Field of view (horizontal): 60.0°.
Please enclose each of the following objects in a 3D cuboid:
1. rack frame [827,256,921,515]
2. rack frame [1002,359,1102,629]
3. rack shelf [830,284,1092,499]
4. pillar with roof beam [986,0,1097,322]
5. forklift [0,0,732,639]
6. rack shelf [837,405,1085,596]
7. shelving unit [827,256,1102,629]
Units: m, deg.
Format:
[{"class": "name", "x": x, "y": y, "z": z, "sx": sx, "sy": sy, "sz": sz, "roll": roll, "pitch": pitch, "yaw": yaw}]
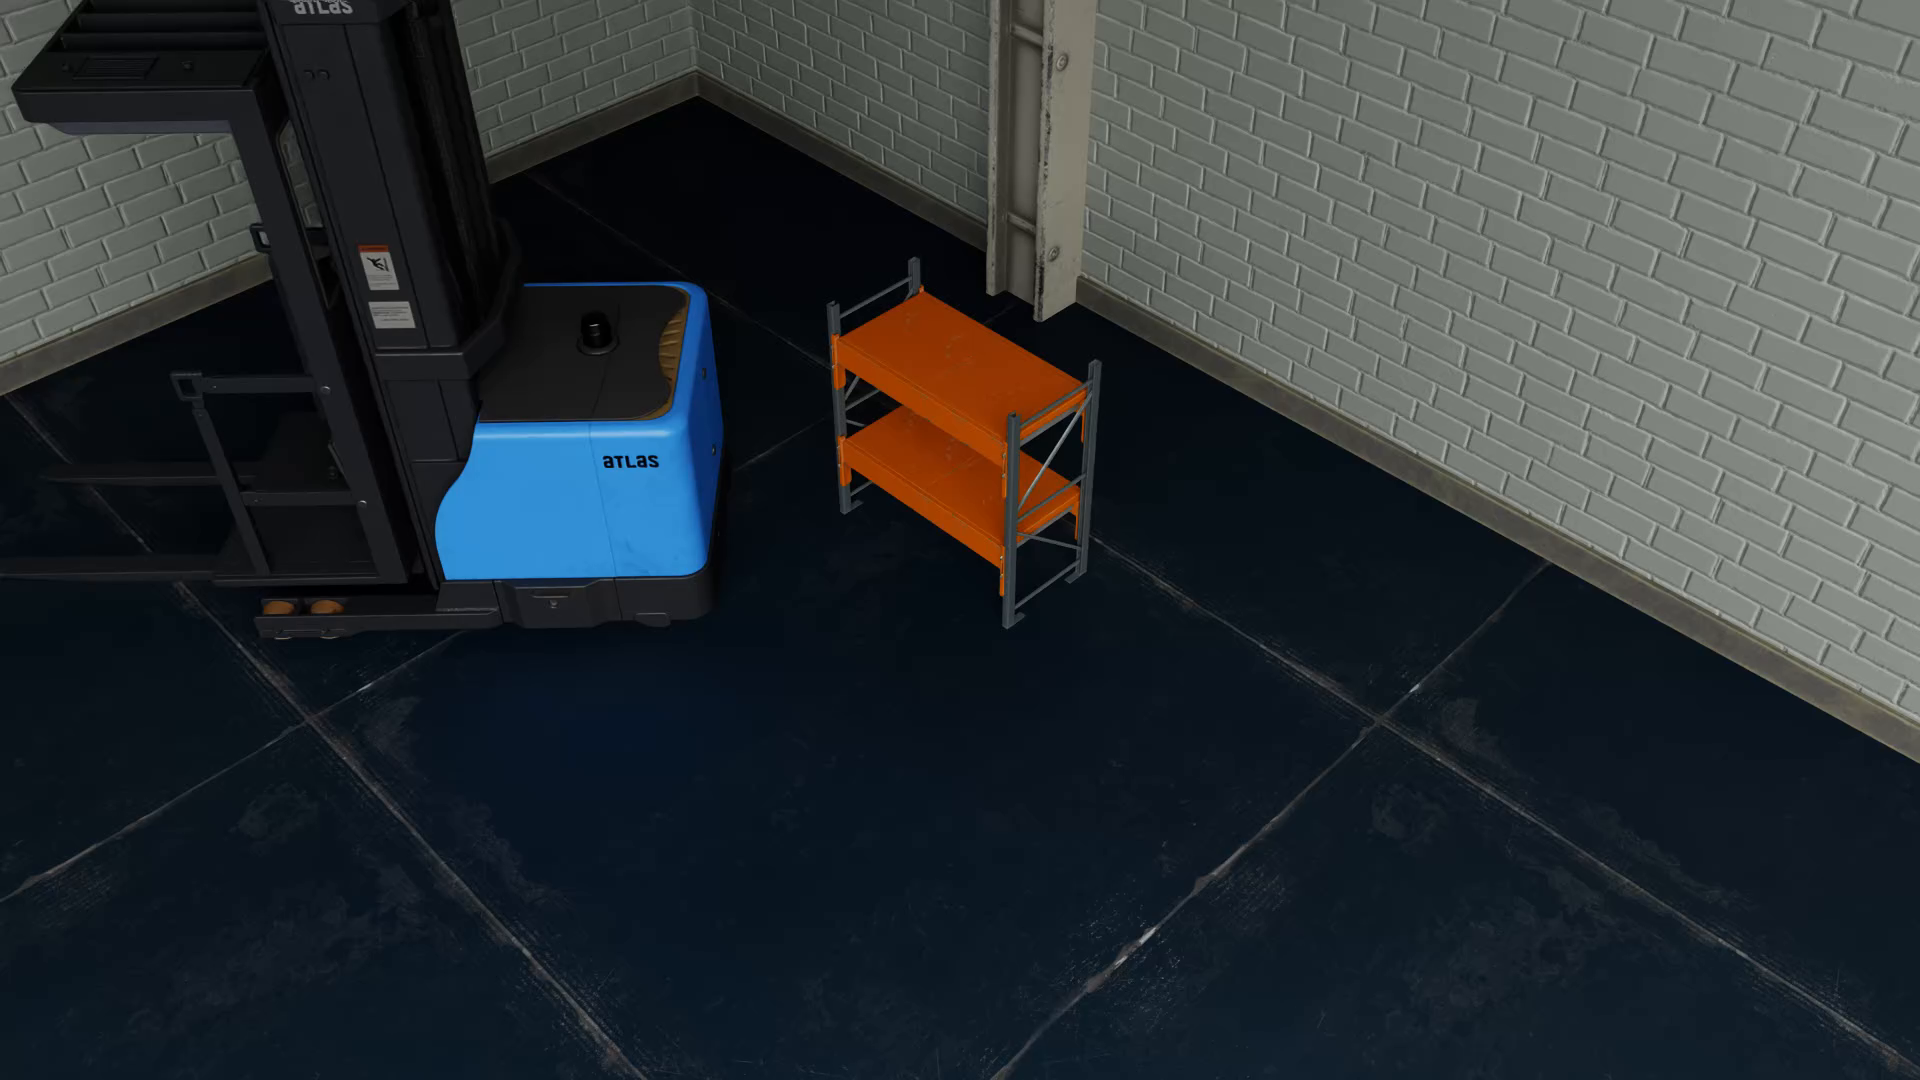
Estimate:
[{"class": "rack frame", "x": -0.354, "y": -0.654, "z": 7.246, "sx": 0.500, "sy": 1.125, "sz": 0.032, "roll": -34, "pitch": 53, "yaw": -31}, {"class": "rack frame", "x": 0.364, "y": -0.166, "z": 6.718, "sx": 0.500, "sy": 1.125, "sz": 0.032, "roll": -34, "pitch": 53, "yaw": -31}, {"class": "rack shelf", "x": 0.005, "y": -0.625, "z": 6.783, "sx": 0.538, "sy": 0.278, "sz": 1.000, "roll": -34, "pitch": 53, "yaw": -31}, {"class": "pillar with roof beam", "x": -2.667, "y": -2.531, "z": 3.476, "sx": 9.100, "sy": 9.000, "sz": 0.400, "roll": -34, "pitch": 53, "yaw": -31}, {"class": "forklift", "x": -2.548, "y": -1.027, "z": 6.319, "sx": 3.031, "sy": 2.935, "sz": 1.130, "roll": -1, "pitch": 43, "yaw": -1}, {"class": "rack shelf", "x": 0.005, "y": -0.230, "z": 7.148, "sx": 0.538, "sy": 0.278, "sz": 1.000, "roll": -34, "pitch": 53, "yaw": -31}, {"class": "shelving unit", "x": 0.005, "y": -0.410, "z": 6.982, "sx": 0.538, "sy": 1.125, "sz": 1.048, "roll": -34, "pitch": 53, "yaw": -31}]
